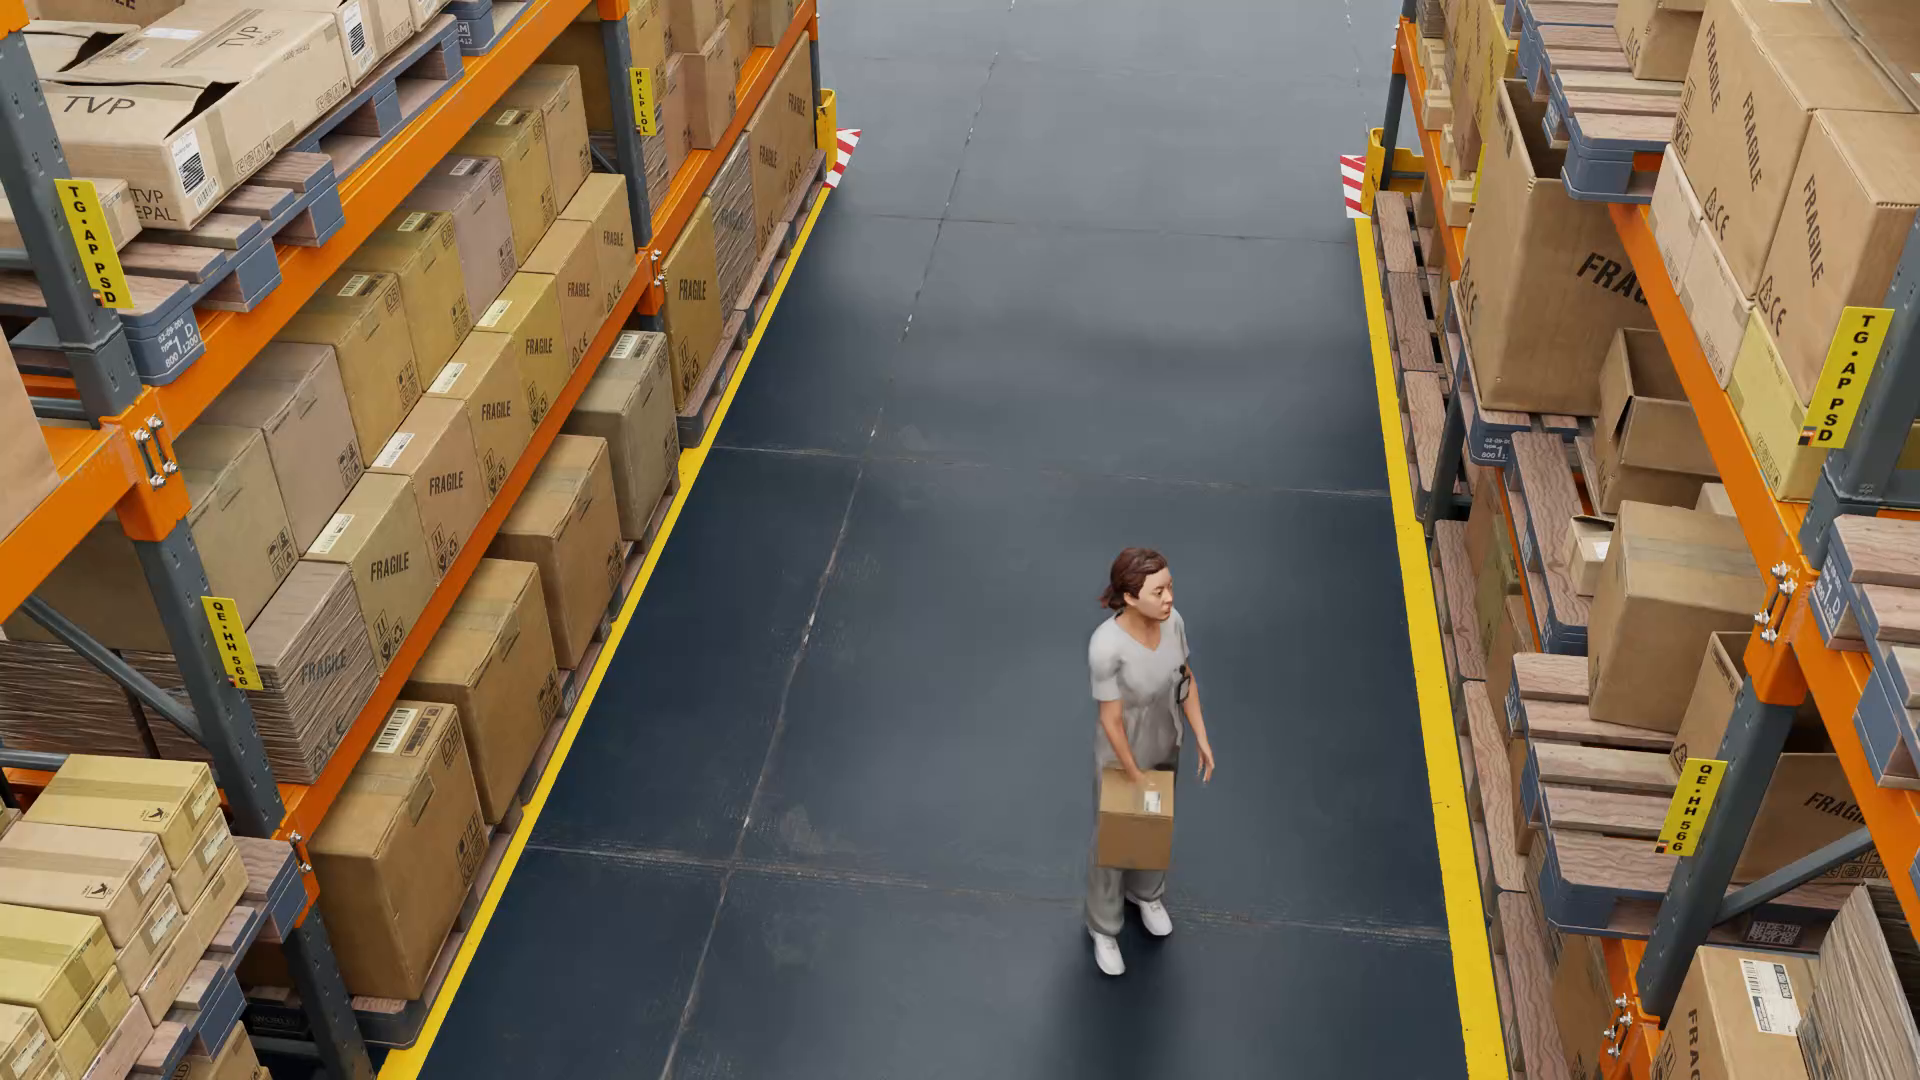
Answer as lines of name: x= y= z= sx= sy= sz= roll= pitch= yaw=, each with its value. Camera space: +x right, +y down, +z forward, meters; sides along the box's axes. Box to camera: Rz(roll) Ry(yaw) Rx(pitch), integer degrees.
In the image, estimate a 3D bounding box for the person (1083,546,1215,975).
person: x=0.633 y=0.780 z=5.959 sx=0.529 sy=1.682 sz=0.479 roll=-28 pitch=45 yaw=-33
